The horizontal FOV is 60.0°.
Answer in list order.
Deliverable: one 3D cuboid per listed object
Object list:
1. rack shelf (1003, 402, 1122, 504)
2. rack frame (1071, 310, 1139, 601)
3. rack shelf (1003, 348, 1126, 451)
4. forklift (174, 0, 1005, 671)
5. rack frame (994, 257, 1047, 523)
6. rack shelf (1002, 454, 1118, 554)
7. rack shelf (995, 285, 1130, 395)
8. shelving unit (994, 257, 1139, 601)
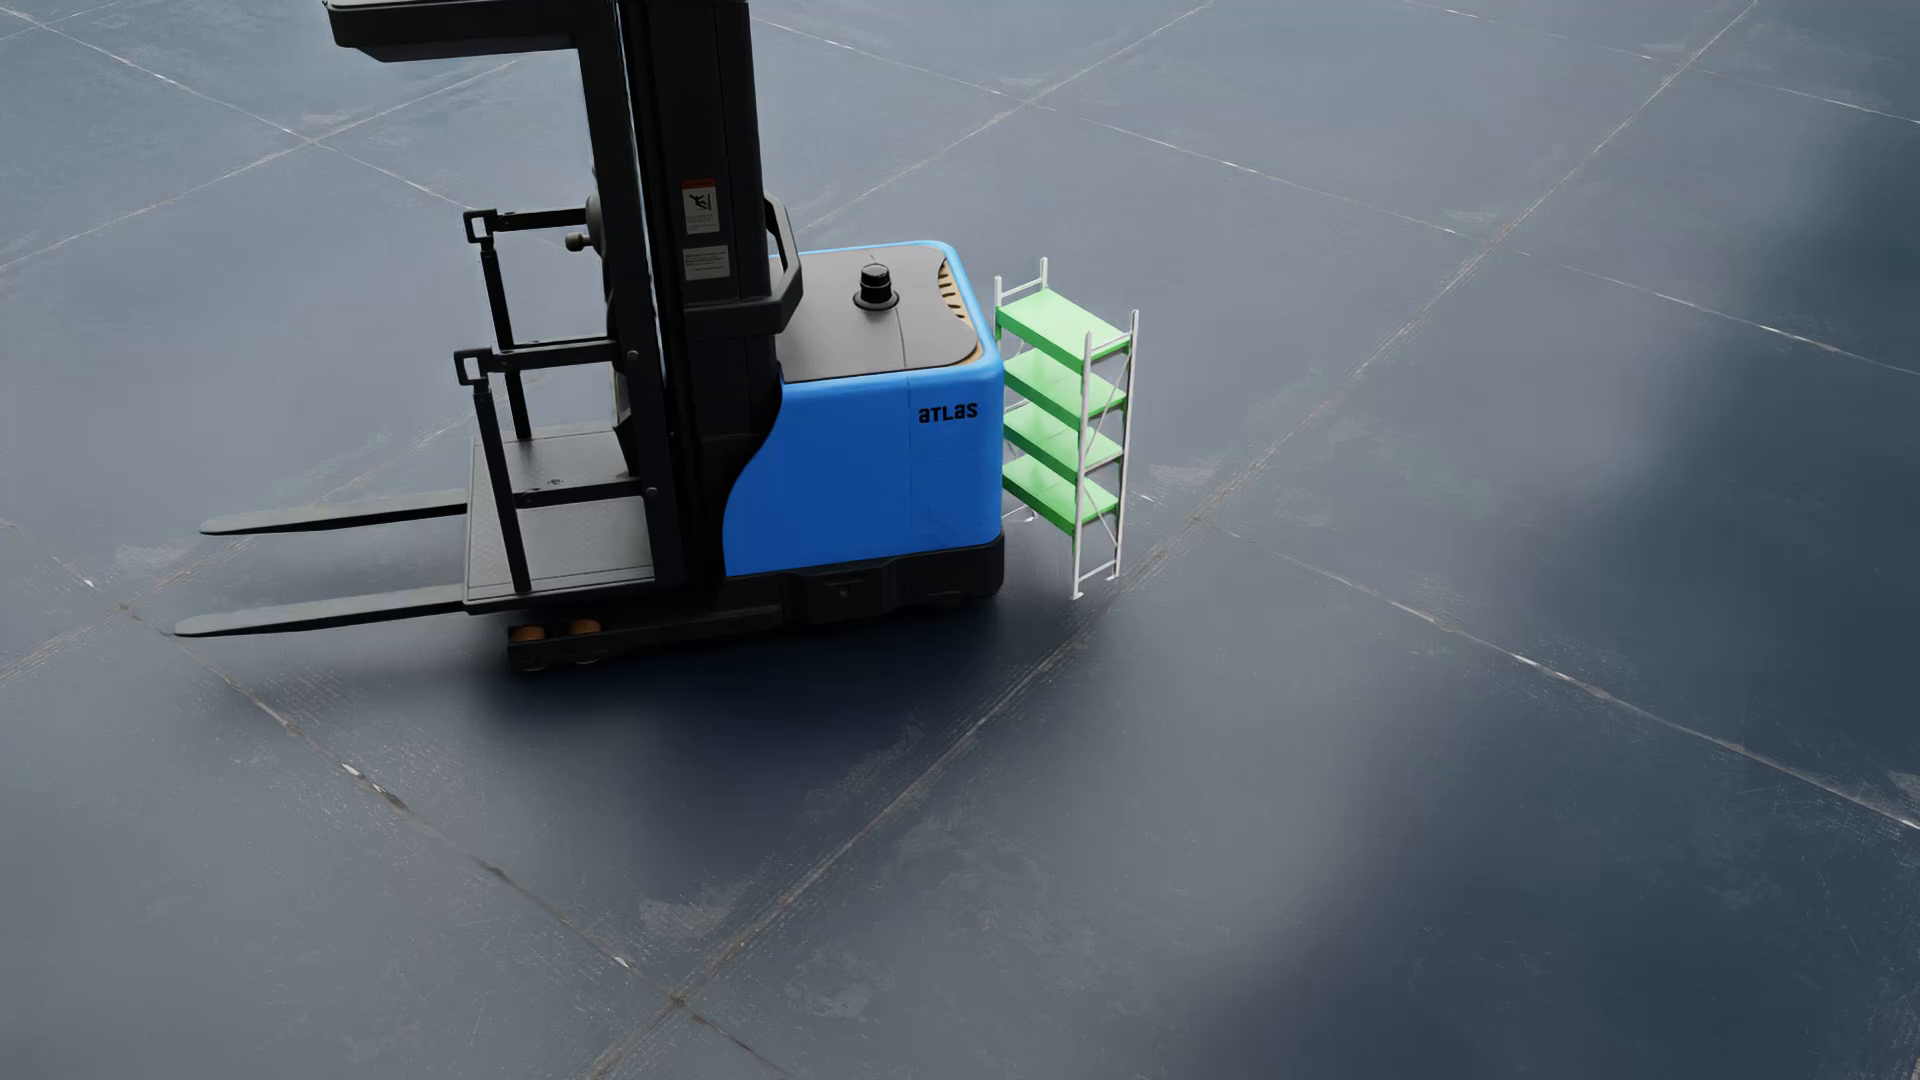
[{"bbox_3d":[0.376,-0.353,6.332,0.258,0.148,0.480,-26,45,-29],"label":"rack shelf"},{"bbox_3d":[0.529,-0.286,6.142,0.240,1.200,0.015,-26,45,-29],"label":"rack frame"},{"bbox_3d":[0.376,-0.542,6.184,0.258,0.148,0.480,-26,45,-29],"label":"rack shelf"},{"bbox_3d":[-1.400,-1.027,5.684,3.031,2.935,1.130,-7,39,-9],"label":"forklift"},{"bbox_3d":[0.224,-0.521,6.442,0.240,1.200,0.015,-26,45,-29],"label":"rack frame"},{"bbox_3d":[0.376,-0.164,6.480,0.258,0.148,0.480,-26,45,-29],"label":"rack shelf"},{"bbox_3d":[0.376,-0.731,6.036,0.258,0.148,0.480,-26,45,-29],"label":"rack shelf"},{"bbox_3d":[0.376,-0.404,6.292,0.258,1.200,0.503,-26,45,-29],"label":"shelving unit"}]
